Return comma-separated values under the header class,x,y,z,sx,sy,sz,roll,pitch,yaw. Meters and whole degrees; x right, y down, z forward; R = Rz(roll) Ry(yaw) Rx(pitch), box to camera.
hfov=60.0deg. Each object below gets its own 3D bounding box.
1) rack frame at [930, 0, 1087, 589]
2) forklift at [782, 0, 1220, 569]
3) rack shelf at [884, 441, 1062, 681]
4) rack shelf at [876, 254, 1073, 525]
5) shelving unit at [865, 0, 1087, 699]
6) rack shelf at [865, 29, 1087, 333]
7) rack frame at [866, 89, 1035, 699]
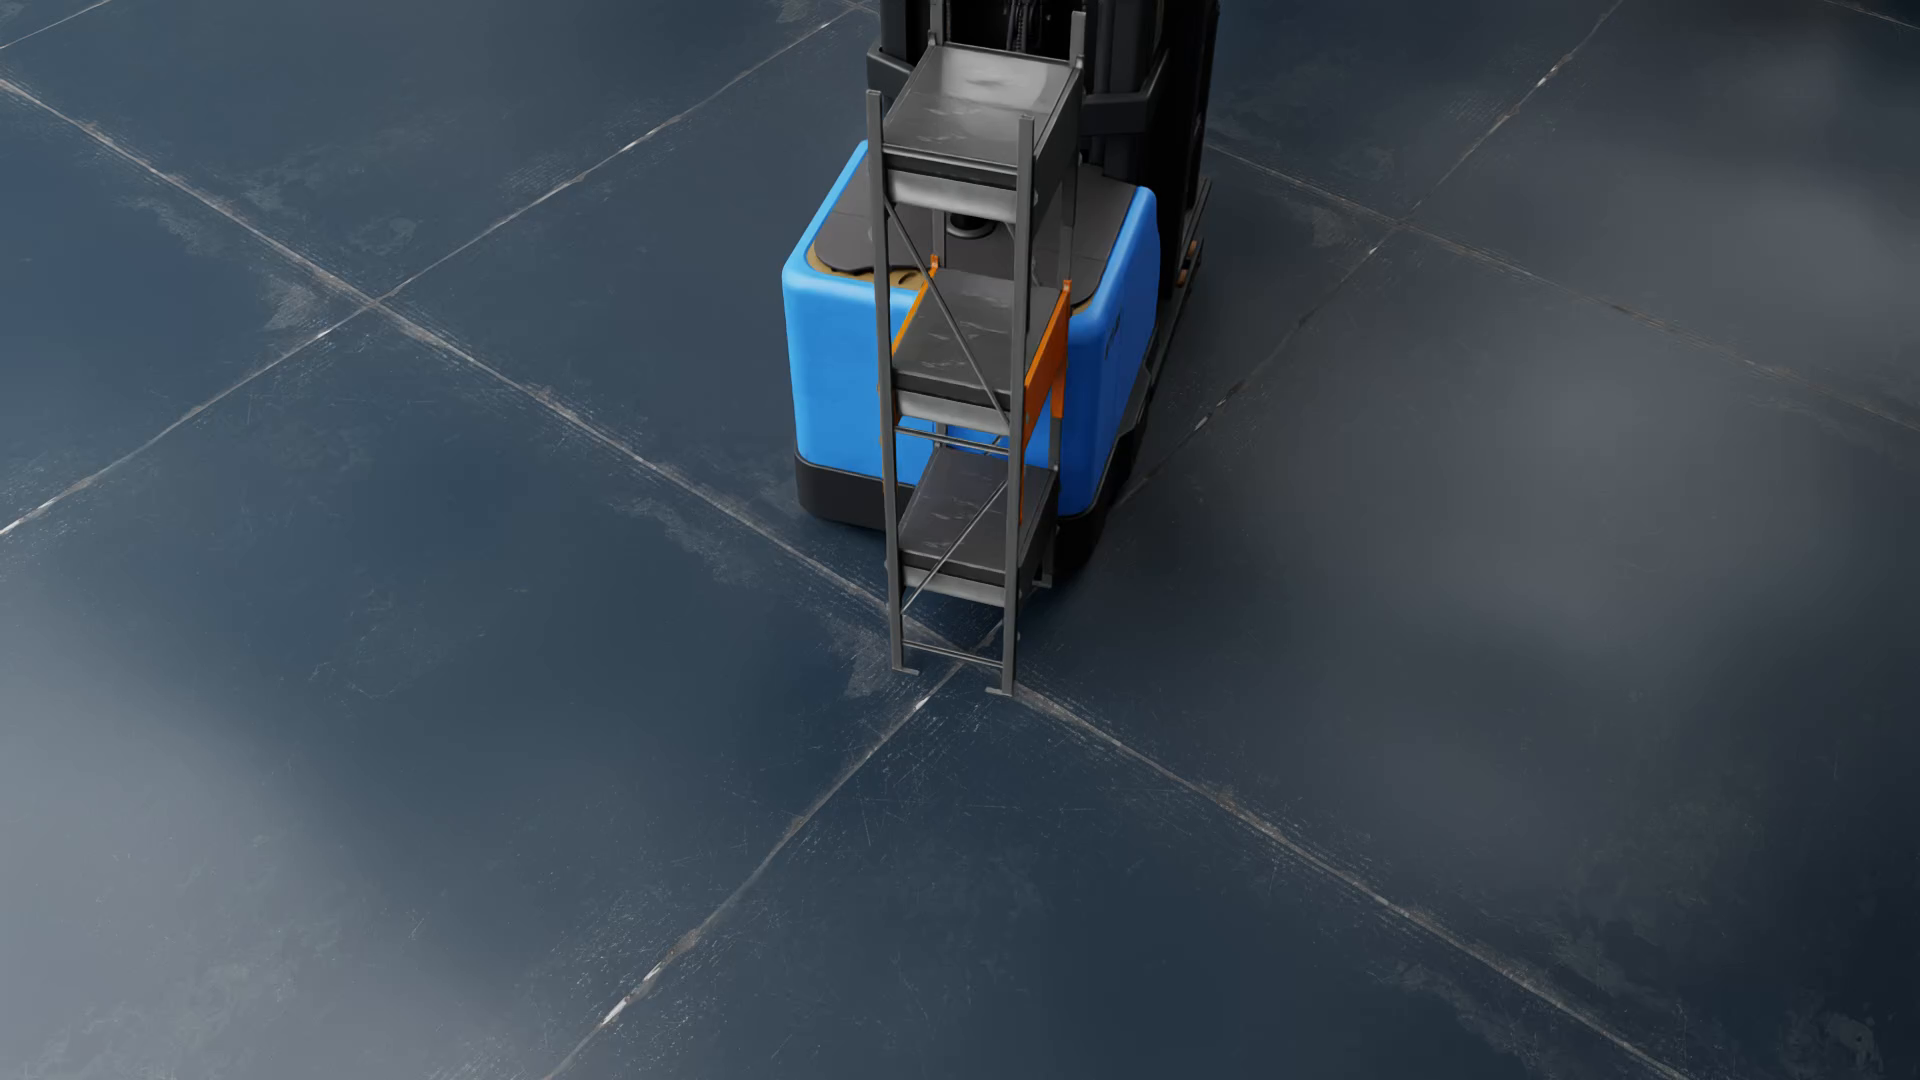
class,x,y,z,sx,sy,sz,roll,pitch,yaw
rack frame,0.118,-0.607,4.878,0.400,2.100,0.015,12,48,12
forklift,0.353,-2.003,5.636,1.130,2.935,3.031,12,48,12
rack shelf,0.047,0.055,5.232,0.431,0.518,0.480,12,48,12
rack shelf,0.047,-0.428,4.726,0.431,0.518,0.480,12,48,12
shelving unit,0.047,-0.438,4.716,0.431,2.100,0.503,12,48,12
rack shelf,0.047,-0.912,4.220,0.431,0.518,0.480,12,48,12
rack frame,-0.024,-0.269,4.555,0.400,2.100,0.015,12,48,12
